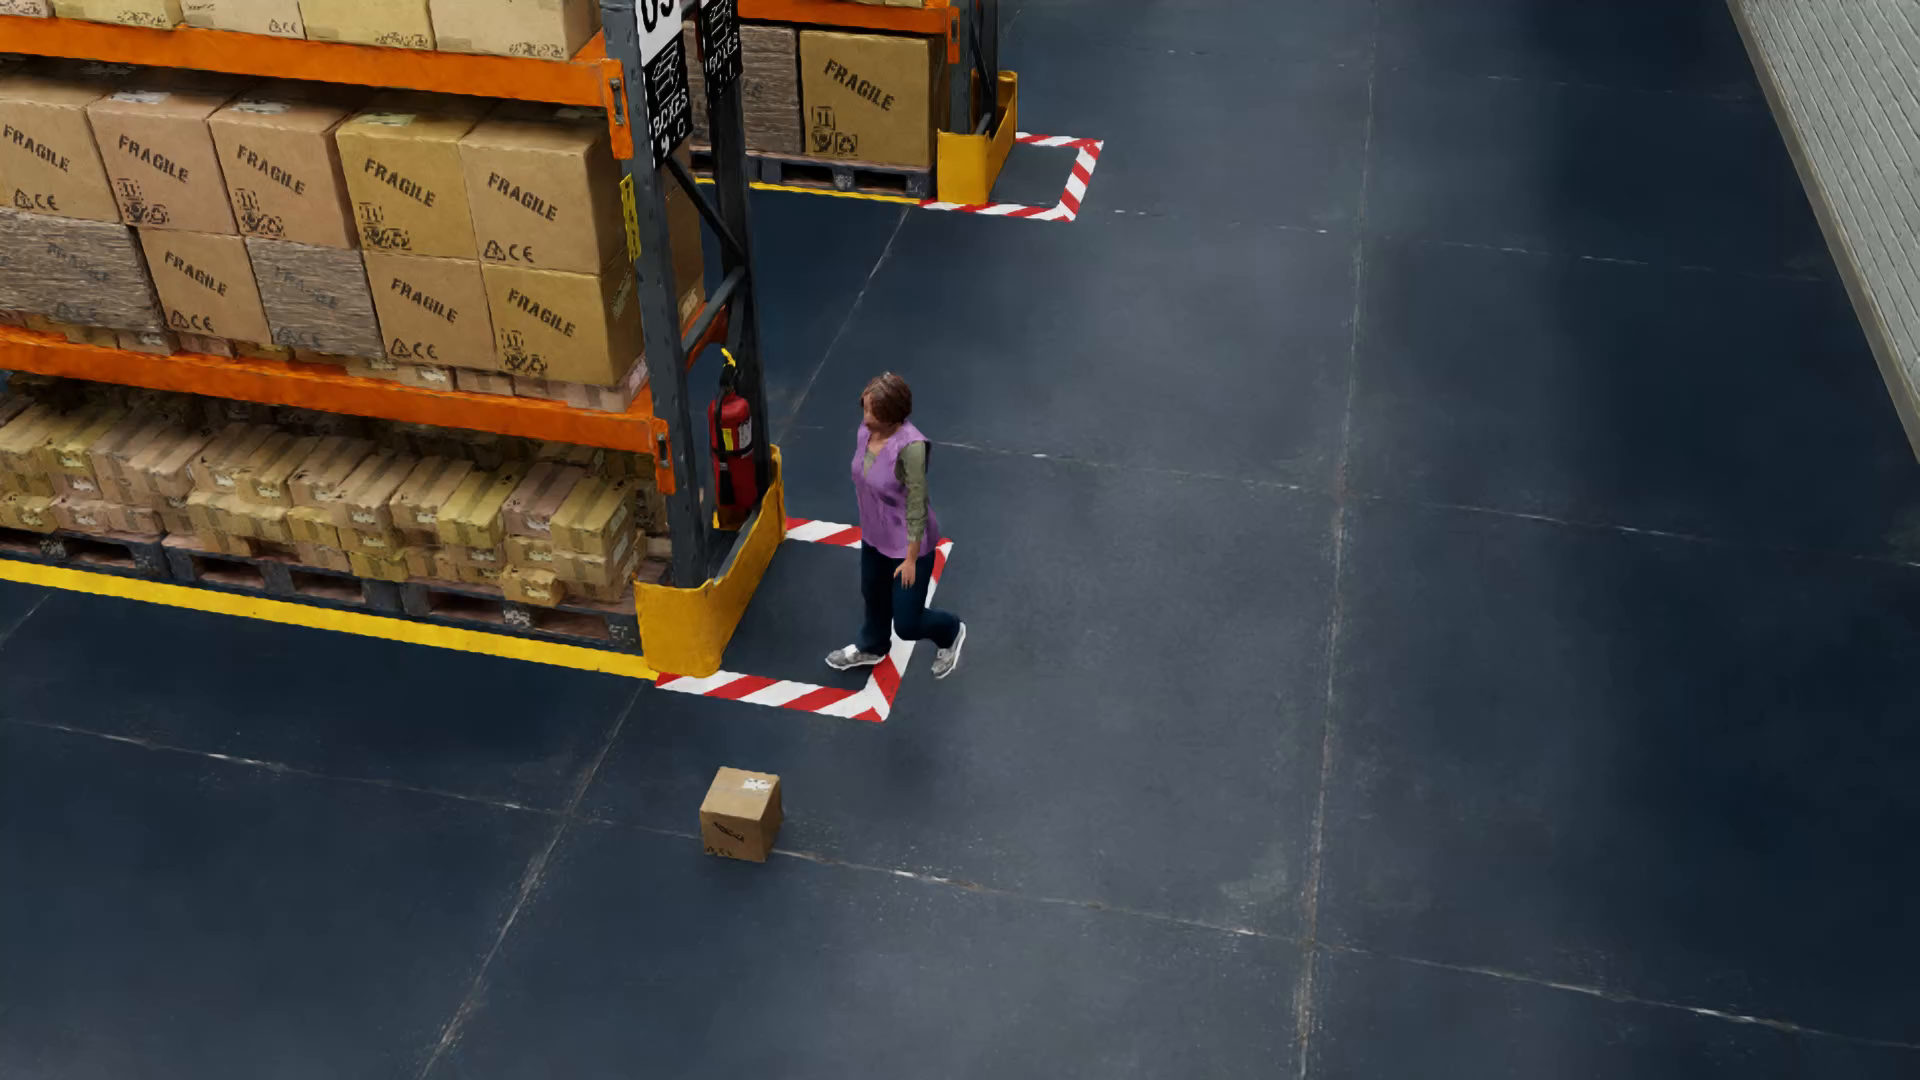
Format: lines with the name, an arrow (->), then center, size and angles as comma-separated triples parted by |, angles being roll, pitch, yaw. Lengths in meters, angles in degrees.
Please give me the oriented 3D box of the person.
person -> -0.251, 0.008, 7.017 | 0.498, 1.487, 0.559 | -25, 44, -30
